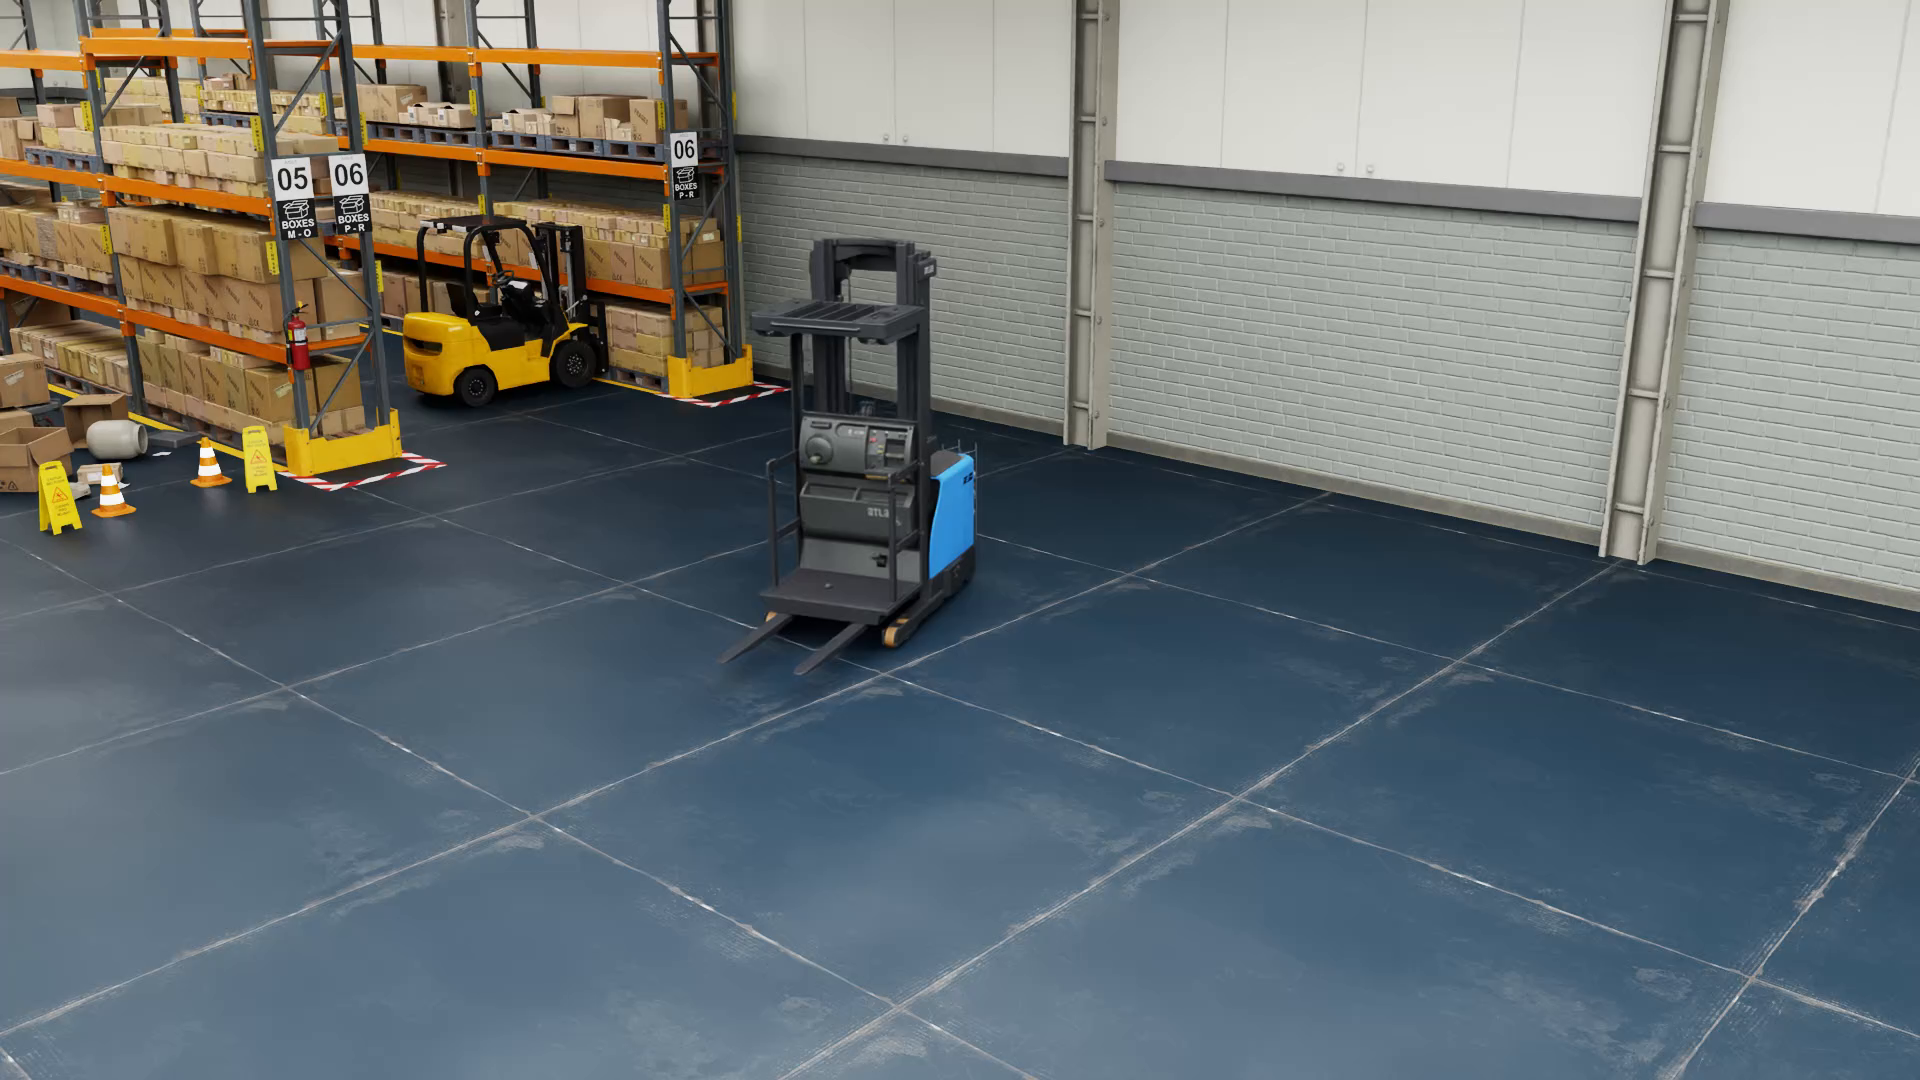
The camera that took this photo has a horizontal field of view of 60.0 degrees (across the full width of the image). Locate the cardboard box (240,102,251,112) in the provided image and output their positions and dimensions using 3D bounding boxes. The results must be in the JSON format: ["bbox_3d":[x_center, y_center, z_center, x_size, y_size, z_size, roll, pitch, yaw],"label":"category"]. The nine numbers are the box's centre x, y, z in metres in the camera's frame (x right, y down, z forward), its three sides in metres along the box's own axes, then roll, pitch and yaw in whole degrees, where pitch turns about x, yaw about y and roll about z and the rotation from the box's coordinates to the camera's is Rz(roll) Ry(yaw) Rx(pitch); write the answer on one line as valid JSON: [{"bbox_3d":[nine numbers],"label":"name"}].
[{"bbox_3d":[-11.239,-6.911,26.526,0.250,0.149,0.380,16,23,41],"label":"cardboard box"}]

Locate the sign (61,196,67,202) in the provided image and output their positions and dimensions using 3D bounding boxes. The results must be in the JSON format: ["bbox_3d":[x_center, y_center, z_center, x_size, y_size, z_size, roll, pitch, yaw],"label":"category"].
[{"bbox_3d":[-12.095,-4.472,22.462,0.005,0.325,0.100,15,23,39],"label":"sign"}]

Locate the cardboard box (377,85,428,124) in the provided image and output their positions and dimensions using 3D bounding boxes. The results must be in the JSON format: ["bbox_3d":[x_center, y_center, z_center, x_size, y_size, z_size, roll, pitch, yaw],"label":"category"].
[{"bbox_3d":[-8.015,-6.278,23.950,0.500,0.500,0.500,16,23,41],"label":"cardboard box"}]

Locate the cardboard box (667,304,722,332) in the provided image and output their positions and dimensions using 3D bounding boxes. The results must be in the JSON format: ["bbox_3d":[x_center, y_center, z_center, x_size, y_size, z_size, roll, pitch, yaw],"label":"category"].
[{"bbox_3d":[-3.406,-2.857,21.353,0.500,0.250,0.500,15,23,38],"label":"cardboard box"}]

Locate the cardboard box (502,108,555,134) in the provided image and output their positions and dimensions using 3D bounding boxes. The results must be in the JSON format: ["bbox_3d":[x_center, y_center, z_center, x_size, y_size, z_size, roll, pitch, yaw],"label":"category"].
[{"bbox_3d":[-5.704,-5.567,22.024,0.500,0.311,0.500,16,23,40],"label":"cardboard box"}]

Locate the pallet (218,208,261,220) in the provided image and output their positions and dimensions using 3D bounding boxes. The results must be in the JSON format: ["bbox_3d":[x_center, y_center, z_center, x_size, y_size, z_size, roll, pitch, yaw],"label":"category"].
[{"bbox_3d":[-11.622,-5.484,27.750,1.213,0.211,1.003,15,23,39],"label":"pallet"}]

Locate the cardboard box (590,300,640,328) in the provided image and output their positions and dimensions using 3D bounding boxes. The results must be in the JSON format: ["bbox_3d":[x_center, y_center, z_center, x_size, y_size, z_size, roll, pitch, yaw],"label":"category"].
[{"bbox_3d":[-4.494,-2.939,21.614,0.500,0.250,0.500,15,23,40],"label":"cardboard box"}]

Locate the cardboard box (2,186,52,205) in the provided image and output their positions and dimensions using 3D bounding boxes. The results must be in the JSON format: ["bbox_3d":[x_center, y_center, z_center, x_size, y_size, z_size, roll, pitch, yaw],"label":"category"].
[{"bbox_3d":[-12.654,-4.512,22.553,0.500,0.500,0.500,14,22,37],"label":"cardboard box"}]

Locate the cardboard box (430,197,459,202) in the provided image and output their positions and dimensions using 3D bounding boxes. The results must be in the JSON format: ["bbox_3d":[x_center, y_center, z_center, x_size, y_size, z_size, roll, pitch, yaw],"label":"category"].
[{"bbox_3d":[-7.617,-4.991,24.641,0.250,0.149,0.380,16,24,41],"label":"cardboard box"}]

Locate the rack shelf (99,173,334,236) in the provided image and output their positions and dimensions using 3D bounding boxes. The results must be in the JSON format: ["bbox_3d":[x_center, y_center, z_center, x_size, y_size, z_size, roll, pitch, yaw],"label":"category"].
[{"bbox_3d":[-7.960,-3.716,18.092,4.000,0.370,1.077,15,23,39],"label":"rack shelf"}]

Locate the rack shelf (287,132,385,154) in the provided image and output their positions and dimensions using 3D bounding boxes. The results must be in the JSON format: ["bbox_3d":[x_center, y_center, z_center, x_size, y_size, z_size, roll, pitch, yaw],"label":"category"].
[{"bbox_3d":[-10.652,-6.446,26.694,4.000,0.370,1.077,15,23,39],"label":"rack shelf"}]

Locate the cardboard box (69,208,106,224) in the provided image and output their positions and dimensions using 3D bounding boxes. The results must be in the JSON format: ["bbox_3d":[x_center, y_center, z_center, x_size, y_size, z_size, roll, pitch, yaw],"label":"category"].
[{"bbox_3d":[-10.475,-3.906,20.038,0.250,0.149,0.380,14,22,38],"label":"cardboard box"}]

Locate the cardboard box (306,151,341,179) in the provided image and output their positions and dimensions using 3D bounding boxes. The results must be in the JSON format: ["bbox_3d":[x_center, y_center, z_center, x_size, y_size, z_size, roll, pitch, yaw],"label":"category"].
[{"bbox_3d":[-6.663,-3.889,17.203,0.500,0.250,0.500,15,23,38],"label":"cardboard box"}]

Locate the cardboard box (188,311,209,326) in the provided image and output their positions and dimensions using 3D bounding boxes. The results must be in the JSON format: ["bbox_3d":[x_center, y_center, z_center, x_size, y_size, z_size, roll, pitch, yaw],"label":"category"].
[{"bbox_3d":[-8.276,-2.472,18.357,0.250,0.149,0.380,15,23,39],"label":"cardboard box"}]

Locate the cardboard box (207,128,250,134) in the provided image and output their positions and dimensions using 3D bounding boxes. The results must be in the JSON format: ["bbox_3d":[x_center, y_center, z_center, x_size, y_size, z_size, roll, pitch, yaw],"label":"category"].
[{"bbox_3d":[-8.059,-4.461,18.348,0.250,0.149,0.380,15,23,40],"label":"cardboard box"}]

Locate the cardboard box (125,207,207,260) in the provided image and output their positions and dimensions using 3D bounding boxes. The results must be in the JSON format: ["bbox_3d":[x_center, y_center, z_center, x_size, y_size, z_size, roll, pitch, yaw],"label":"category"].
[{"bbox_3d":[-8.903,-3.452,18.719,0.500,0.500,0.700,15,23,40],"label":"cardboard box"}]

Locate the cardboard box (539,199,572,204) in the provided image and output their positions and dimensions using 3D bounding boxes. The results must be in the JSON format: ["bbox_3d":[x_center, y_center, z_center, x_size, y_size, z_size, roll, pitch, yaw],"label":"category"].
[{"bbox_3d":[-5.565,-4.597,22.910,0.250,0.149,0.380,14,23,38],"label":"cardboard box"}]

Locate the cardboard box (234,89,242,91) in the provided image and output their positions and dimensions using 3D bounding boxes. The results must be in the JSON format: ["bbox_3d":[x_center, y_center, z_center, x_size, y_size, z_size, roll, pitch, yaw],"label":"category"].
[{"bbox_3d":[-11.846,-7.426,27.658,0.250,0.149,0.380,15,23,39],"label":"cardboard box"}]

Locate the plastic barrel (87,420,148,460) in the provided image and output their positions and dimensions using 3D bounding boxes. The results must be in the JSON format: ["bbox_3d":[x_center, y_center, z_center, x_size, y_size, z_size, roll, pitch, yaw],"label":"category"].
[{"bbox_3d":[-9.014,-1.072,17.789,0.512,0.421,0.421,-3,18,-8],"label":"plastic barrel"}]

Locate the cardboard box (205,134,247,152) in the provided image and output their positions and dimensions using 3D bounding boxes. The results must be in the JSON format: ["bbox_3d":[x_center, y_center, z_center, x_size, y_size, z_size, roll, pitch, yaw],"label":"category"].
[{"bbox_3d":[-7.617,-4.139,17.335,0.250,0.149,0.380,15,23,39],"label":"cardboard box"}]

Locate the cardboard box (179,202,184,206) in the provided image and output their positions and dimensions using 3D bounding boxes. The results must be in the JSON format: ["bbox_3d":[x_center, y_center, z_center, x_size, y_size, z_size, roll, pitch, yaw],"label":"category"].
[{"bbox_3d":[-13.361,-5.846,28.987,0.250,0.149,0.380,15,23,38],"label":"cardboard box"}]

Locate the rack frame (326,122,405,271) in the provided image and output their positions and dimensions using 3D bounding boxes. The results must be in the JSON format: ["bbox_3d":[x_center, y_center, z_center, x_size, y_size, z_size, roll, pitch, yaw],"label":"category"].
[{"bbox_3d":[-9.156,-4.957,25.774,0.127,3.000,1.000,15,23,39],"label":"rack frame"}]

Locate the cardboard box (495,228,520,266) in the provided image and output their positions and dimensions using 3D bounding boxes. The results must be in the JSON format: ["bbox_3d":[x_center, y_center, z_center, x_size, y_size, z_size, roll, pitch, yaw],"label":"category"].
[{"bbox_3d":[-6.005,-4.054,22.761,0.500,0.500,0.500,14,22,38],"label":"cardboard box"}]

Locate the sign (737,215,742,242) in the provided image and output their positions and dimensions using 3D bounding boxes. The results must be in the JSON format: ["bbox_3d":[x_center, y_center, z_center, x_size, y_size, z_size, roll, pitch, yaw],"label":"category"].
[{"bbox_3d":[-2.799,-3.926,20.961,0.005,0.325,0.100,15,23,39],"label":"sign"}]

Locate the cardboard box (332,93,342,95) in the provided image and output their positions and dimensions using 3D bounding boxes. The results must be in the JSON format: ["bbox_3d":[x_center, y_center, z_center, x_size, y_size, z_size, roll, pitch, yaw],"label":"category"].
[{"bbox_3d":[-9.836,-6.934,26.139,0.250,0.149,0.380,16,24,41],"label":"cardboard box"}]

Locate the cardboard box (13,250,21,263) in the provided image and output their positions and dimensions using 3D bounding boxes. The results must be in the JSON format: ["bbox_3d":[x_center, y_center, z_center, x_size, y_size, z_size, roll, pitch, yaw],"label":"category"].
[{"bbox_3d":[-11.965,-3.677,21.460,0.250,0.149,0.380,13,22,36],"label":"cardboard box"}]

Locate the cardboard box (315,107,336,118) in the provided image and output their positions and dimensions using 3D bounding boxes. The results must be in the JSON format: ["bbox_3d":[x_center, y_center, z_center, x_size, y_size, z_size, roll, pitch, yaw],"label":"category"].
[{"bbox_3d":[-9.581,-6.522,25.335,0.250,0.149,0.380,16,23,40],"label":"cardboard box"}]

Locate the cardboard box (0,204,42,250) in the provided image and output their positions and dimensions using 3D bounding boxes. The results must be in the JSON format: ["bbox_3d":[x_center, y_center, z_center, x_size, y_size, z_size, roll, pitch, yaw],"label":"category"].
[{"bbox_3d":[-12.265,-4.081,21.659,0.500,0.500,0.500,14,22,38],"label":"cardboard box"}]

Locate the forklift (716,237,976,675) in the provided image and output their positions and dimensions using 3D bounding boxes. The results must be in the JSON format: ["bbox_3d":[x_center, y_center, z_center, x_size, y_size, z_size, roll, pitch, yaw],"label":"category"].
[{"bbox_3d":[-0.868,-0.721,12.538,1.130,2.935,3.031,7,19,20],"label":"forklift"}]

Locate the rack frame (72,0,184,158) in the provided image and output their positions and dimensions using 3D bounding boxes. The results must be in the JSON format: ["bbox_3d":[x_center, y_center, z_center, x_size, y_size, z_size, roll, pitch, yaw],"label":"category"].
[{"bbox_3d":[-9.456,-5.890,18.795,0.127,3.000,1.000,15,23,39],"label":"rack frame"}]

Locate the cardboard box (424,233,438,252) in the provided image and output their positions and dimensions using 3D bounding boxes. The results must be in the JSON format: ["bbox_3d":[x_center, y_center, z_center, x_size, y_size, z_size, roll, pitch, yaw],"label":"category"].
[{"bbox_3d":[-7.445,-4.331,24.048,0.500,0.250,0.500,15,23,40],"label":"cardboard box"}]

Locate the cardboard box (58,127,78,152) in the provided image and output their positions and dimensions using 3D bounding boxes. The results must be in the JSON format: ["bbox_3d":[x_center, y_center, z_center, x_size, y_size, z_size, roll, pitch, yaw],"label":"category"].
[{"bbox_3d":[-10.364,-4.776,19.797,0.500,0.250,0.500,15,23,40],"label":"cardboard box"}]

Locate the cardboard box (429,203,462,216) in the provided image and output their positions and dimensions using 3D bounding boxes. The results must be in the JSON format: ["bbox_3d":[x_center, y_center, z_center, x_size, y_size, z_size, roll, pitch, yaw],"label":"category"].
[{"bbox_3d":[-7.359,-4.728,23.813,0.250,0.149,0.380,14,23,38],"label":"cardboard box"}]

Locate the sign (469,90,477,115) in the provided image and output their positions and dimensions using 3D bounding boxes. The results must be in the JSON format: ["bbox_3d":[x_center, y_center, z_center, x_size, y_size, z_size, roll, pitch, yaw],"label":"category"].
[{"bbox_3d":[-6.517,-5.856,22.270,0.005,0.325,0.100,15,23,39],"label":"sign"}]

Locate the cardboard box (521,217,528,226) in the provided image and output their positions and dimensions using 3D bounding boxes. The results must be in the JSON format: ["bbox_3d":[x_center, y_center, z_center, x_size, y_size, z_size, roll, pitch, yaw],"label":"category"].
[{"bbox_3d":[-5.692,-4.290,22.433,0.250,0.149,0.380,15,23,39],"label":"cardboard box"}]

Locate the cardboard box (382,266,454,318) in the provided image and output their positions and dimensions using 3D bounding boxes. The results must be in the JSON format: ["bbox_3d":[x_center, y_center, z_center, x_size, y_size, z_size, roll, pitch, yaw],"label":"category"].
[{"bbox_3d":[-8.204,-3.768,25.257,0.625,0.625,0.875,16,24,41],"label":"cardboard box"}]

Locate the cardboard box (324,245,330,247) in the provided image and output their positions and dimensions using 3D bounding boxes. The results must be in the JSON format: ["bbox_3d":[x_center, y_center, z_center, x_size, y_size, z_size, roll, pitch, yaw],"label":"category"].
[{"bbox_3d":[-10.685,-4.820,27.705,0.250,0.149,0.380,15,23,40],"label":"cardboard box"}]

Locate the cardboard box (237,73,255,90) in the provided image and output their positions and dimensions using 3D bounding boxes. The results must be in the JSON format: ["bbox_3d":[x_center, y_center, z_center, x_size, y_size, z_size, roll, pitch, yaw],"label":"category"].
[{"bbox_3d":[-11.653,-7.566,27.414,0.258,0.266,0.396,15,23,39],"label":"cardboard box"}]

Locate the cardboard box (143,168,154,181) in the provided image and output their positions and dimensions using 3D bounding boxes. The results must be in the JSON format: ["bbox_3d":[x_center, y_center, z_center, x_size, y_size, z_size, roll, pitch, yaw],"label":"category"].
[{"bbox_3d":[-8.807,-4.073,18.444,0.250,0.149,0.380,16,24,41],"label":"cardboard box"}]

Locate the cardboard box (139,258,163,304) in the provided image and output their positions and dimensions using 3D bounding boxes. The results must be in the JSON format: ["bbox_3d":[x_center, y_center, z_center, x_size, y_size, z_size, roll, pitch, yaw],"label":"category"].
[{"bbox_3d":[-8.921,-2.973,18.864,0.500,0.500,0.500,15,23,39],"label":"cardboard box"}]

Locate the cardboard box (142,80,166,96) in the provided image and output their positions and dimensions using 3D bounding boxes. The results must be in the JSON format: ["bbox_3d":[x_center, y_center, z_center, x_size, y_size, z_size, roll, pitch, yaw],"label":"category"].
[{"bbox_3d":[-13.833,-7.852,28.865,0.500,0.250,0.500,16,24,41],"label":"cardboard box"}]

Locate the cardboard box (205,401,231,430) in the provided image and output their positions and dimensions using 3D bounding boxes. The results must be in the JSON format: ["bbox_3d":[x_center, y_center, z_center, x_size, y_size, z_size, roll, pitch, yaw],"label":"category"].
[{"bbox_3d":[-8.025,-1.428,18.504,0.500,0.250,0.500,14,22,37],"label":"cardboard box"}]

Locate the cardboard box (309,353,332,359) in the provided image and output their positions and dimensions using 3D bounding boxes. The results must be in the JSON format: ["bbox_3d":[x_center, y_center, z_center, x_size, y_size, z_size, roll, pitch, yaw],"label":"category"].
[{"bbox_3d":[-7.296,-1.808,18.460,0.500,0.500,0.500,14,22,37],"label":"cardboard box"}]

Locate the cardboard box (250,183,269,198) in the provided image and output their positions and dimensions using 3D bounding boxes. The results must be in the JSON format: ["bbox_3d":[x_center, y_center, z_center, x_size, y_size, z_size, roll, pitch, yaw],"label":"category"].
[{"bbox_3d":[-6.917,-3.546,16.782,0.250,0.149,0.380,15,23,39],"label":"cardboard box"}]

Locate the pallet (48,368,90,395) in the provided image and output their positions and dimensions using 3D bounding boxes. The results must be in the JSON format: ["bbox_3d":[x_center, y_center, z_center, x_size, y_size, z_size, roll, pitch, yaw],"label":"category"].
[{"bbox_3d":[-10.956,-2.102,21.387,1.213,0.211,1.003,15,23,39],"label":"pallet"}]

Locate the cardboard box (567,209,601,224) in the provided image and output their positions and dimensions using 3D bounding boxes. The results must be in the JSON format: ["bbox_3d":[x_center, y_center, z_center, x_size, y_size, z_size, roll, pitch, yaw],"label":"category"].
[{"bbox_3d":[-4.908,-4.235,21.768,0.250,0.149,0.380,15,23,39],"label":"cardboard box"}]

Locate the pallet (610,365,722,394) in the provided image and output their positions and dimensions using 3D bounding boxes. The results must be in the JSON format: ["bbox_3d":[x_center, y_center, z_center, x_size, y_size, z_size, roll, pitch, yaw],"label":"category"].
[{"bbox_3d":[-3.772,-2.166,21.588,1.213,0.211,1.003,15,23,39],"label":"pallet"}]

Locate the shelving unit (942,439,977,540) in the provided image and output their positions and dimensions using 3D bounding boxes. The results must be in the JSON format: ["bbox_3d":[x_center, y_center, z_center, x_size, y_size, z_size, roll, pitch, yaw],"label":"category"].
[{"bbox_3d":[-0.006,-0.431,14.981,0.210,0.900,0.258,15,23,39],"label":"shelving unit"}]

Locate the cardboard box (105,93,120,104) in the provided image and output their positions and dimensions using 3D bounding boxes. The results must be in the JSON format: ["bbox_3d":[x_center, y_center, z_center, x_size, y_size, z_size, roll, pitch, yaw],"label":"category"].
[{"bbox_3d":[-14.989,-7.913,29.883,0.500,0.250,0.500,15,23,39],"label":"cardboard box"}]

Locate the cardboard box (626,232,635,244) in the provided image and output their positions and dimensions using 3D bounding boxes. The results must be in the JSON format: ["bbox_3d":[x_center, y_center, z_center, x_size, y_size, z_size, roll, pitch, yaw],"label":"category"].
[{"bbox_3d":[-3.982,-3.825,20.967,0.250,0.149,0.380,16,23,40],"label":"cardboard box"}]

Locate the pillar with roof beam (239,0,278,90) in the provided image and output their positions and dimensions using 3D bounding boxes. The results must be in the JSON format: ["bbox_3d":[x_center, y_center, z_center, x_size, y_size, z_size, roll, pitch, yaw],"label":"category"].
[{"bbox_3d":[-14.928,-7.990,25.411,0.400,9.000,9.100,15,23,39],"label":"pillar with roof beam"}]
